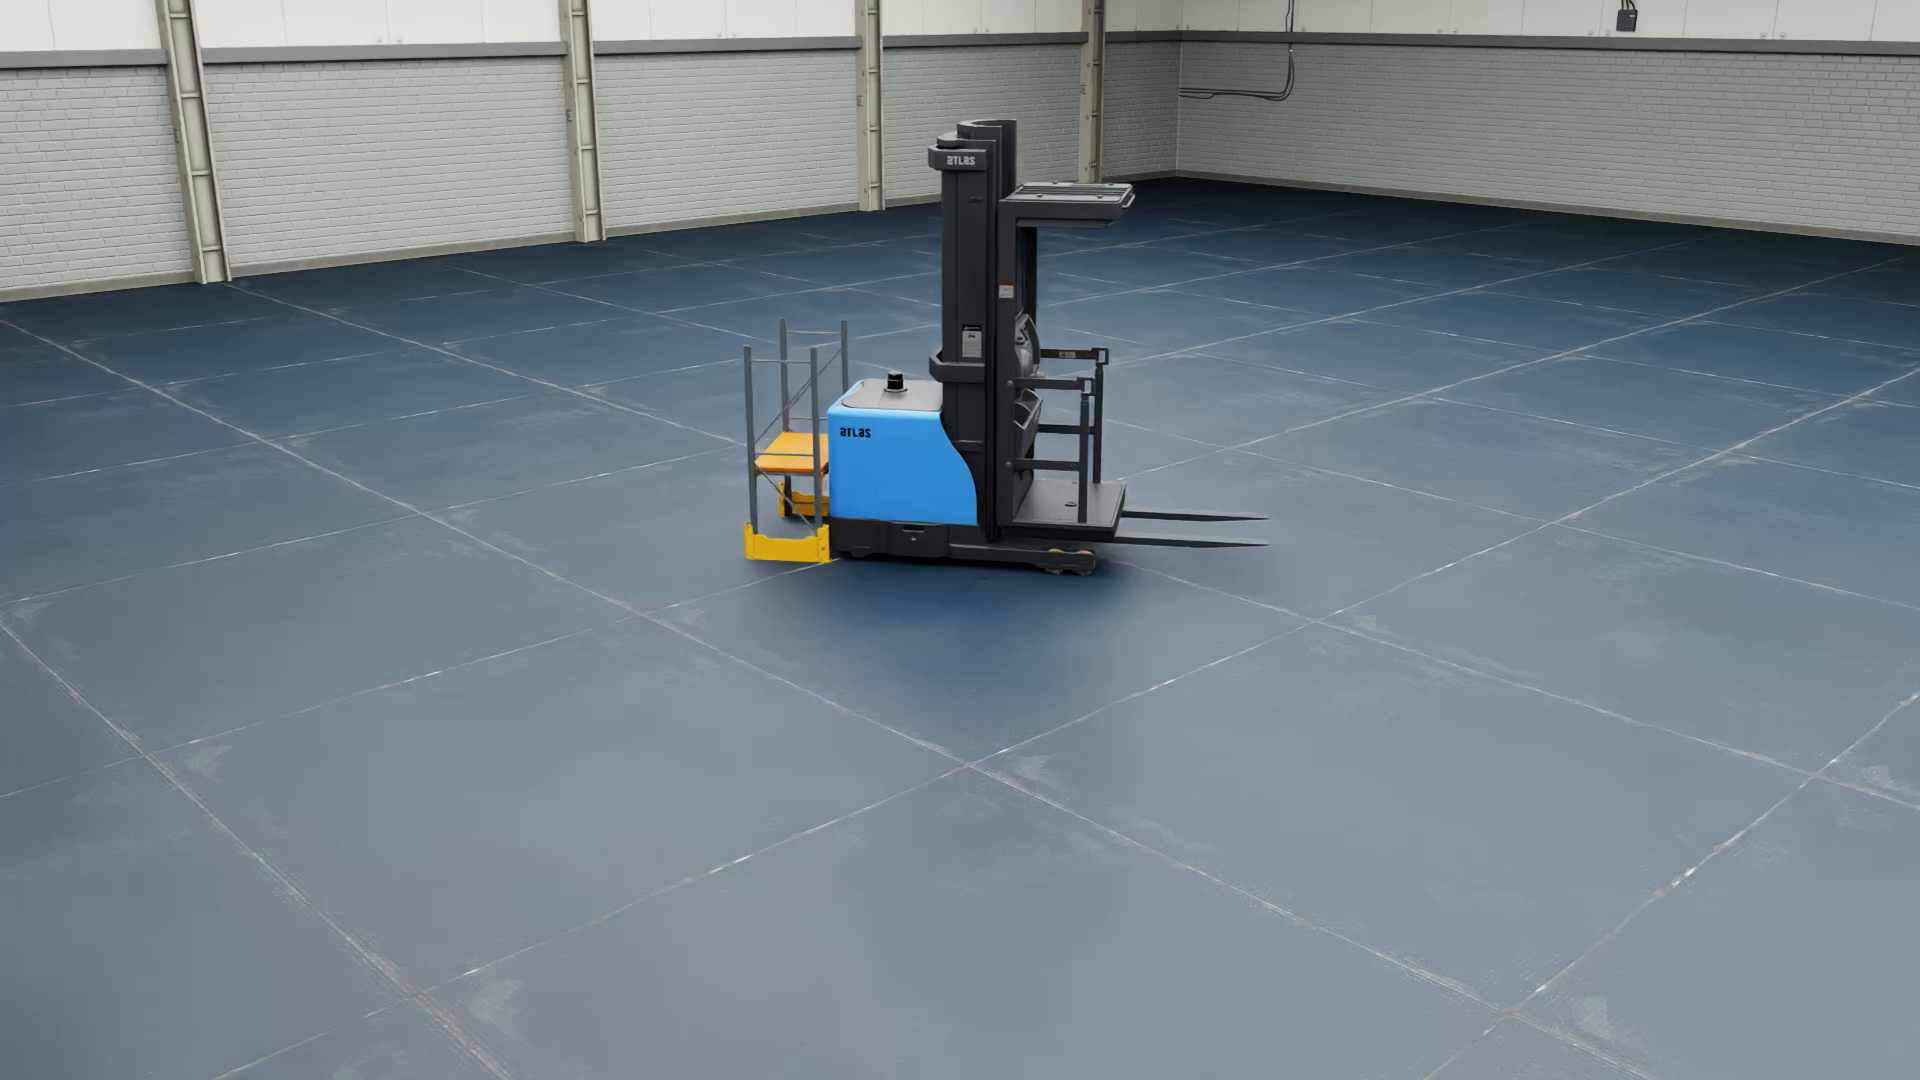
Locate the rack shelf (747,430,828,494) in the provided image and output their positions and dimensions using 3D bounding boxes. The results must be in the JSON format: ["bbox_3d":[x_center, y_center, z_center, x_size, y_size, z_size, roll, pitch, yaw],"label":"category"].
[{"bbox_3d":[-1.133,-0.565,11.877,0.538,0.185,1.000,2,18,7],"label":"rack shelf"}]

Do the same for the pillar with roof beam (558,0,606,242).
[{"bbox_3d":[-3.043,-8.182,22.629,0.400,9.000,9.100,-16,24,-41],"label":"pillar with roof beam"}]

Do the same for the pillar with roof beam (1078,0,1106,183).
[{"bbox_3d":[5.676,-10.724,30.471,0.400,9.000,9.100,-16,24,-41],"label":"pillar with roof beam"}]

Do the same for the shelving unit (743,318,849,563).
[{"bbox_3d":[-1.134,-0.733,11.813,0.587,1.500,1.083,2,18,7],"label":"shelving unit"}]

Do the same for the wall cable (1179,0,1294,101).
[{"bbox_3d":[5.767,-10.540,34.937,0.112,2.526,3.097,-16,24,-41],"label":"wall cable"}]

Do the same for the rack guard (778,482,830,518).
[{"bbox_3d":[-1.068,-0.291,12.476,0.587,0.250,0.087,2,18,7],"label":"rack guard"}]

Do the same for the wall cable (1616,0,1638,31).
[{"bbox_3d":[12.278,-11.504,27.362,0.169,6.003,2.305,-16,24,-41],"label":"wall cable"}]

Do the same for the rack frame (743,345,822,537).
[{"bbox_3d":[-1.201,-0.580,11.343,0.500,1.500,0.032,2,18,7],"label":"rack frame"}]

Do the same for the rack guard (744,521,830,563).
[{"bbox_3d":[-1.201,0.014,11.537,0.587,0.250,0.087,2,18,7],"label":"rack guard"}]

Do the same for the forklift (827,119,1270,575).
[{"bbox_3d":[0.647,-1.334,11.346,3.031,2.935,1.130,3,18,10],"label":"forklift"}]

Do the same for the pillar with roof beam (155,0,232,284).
[{"bbox_3d":[-7.403,-6.910,18.707,0.400,9.000,9.100,-16,24,-41],"label":"pillar with roof beam"}]

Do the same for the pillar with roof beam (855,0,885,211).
[{"bbox_3d":[1.316,-9.453,26.550,0.400,9.000,9.100,-16,24,-41],"label":"pillar with roof beam"}]

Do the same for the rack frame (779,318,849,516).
[{"bbox_3d":[-1.065,-0.891,12.301,0.500,1.500,0.032,2,18,7],"label":"rack frame"}]
